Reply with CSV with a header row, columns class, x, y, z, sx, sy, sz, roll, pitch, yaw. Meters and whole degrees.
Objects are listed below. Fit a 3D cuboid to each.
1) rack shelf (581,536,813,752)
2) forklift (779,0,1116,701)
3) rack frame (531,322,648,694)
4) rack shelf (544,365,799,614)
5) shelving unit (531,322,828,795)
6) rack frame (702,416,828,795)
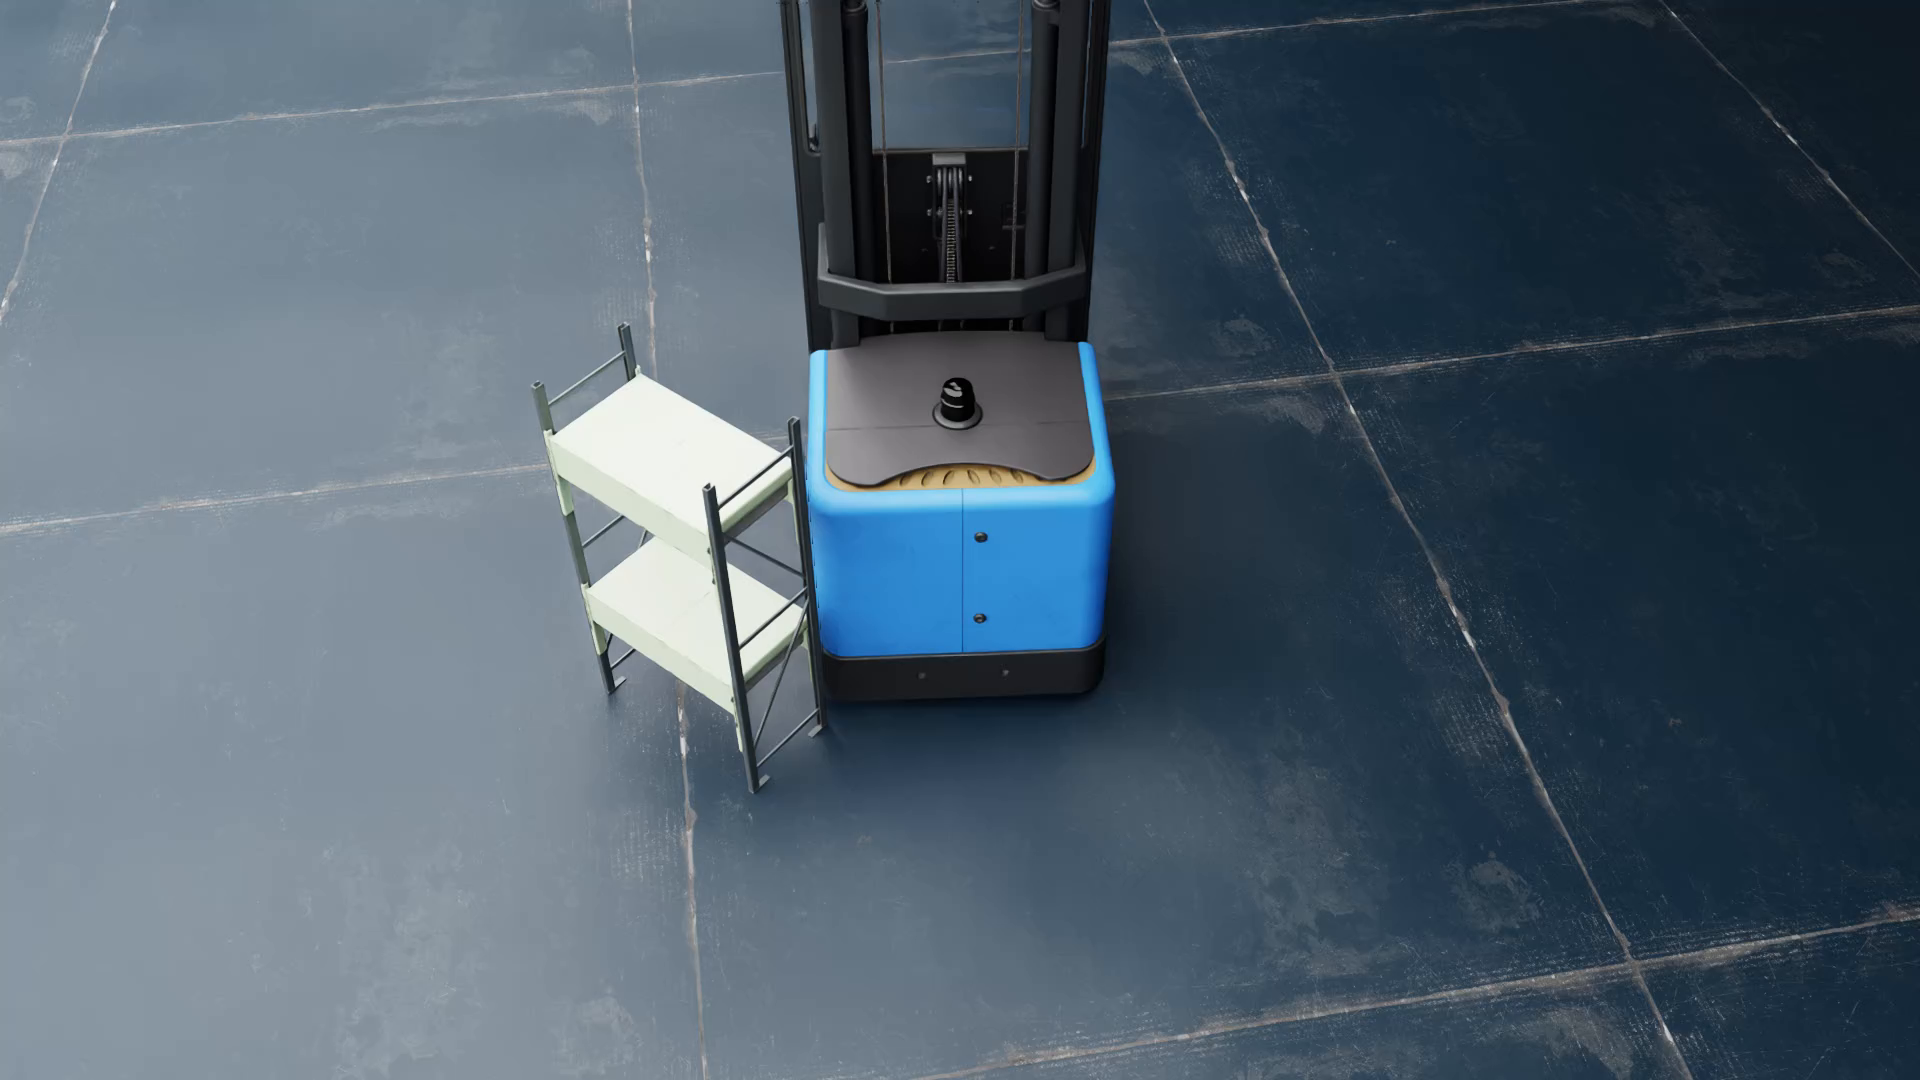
class,x,y,z,sx,sy,sz,roll,pitch,yaw
rack shelf,-0.904,0.326,5.848,0.720,0.370,0.431,29,53,25
forklift,-0.060,-1.480,6.140,1.130,2.935,3.031,-2,46,-2
rack frame,-1.192,-0.063,5.769,0.023,1.500,0.400,29,53,25
rack shelf,-0.904,-0.171,5.332,0.720,0.370,0.431,29,53,25
shelving unit,-0.904,0.099,5.613,0.755,1.500,0.431,29,53,25
rack frame,-0.616,0.262,5.456,0.023,1.500,0.400,29,53,25
